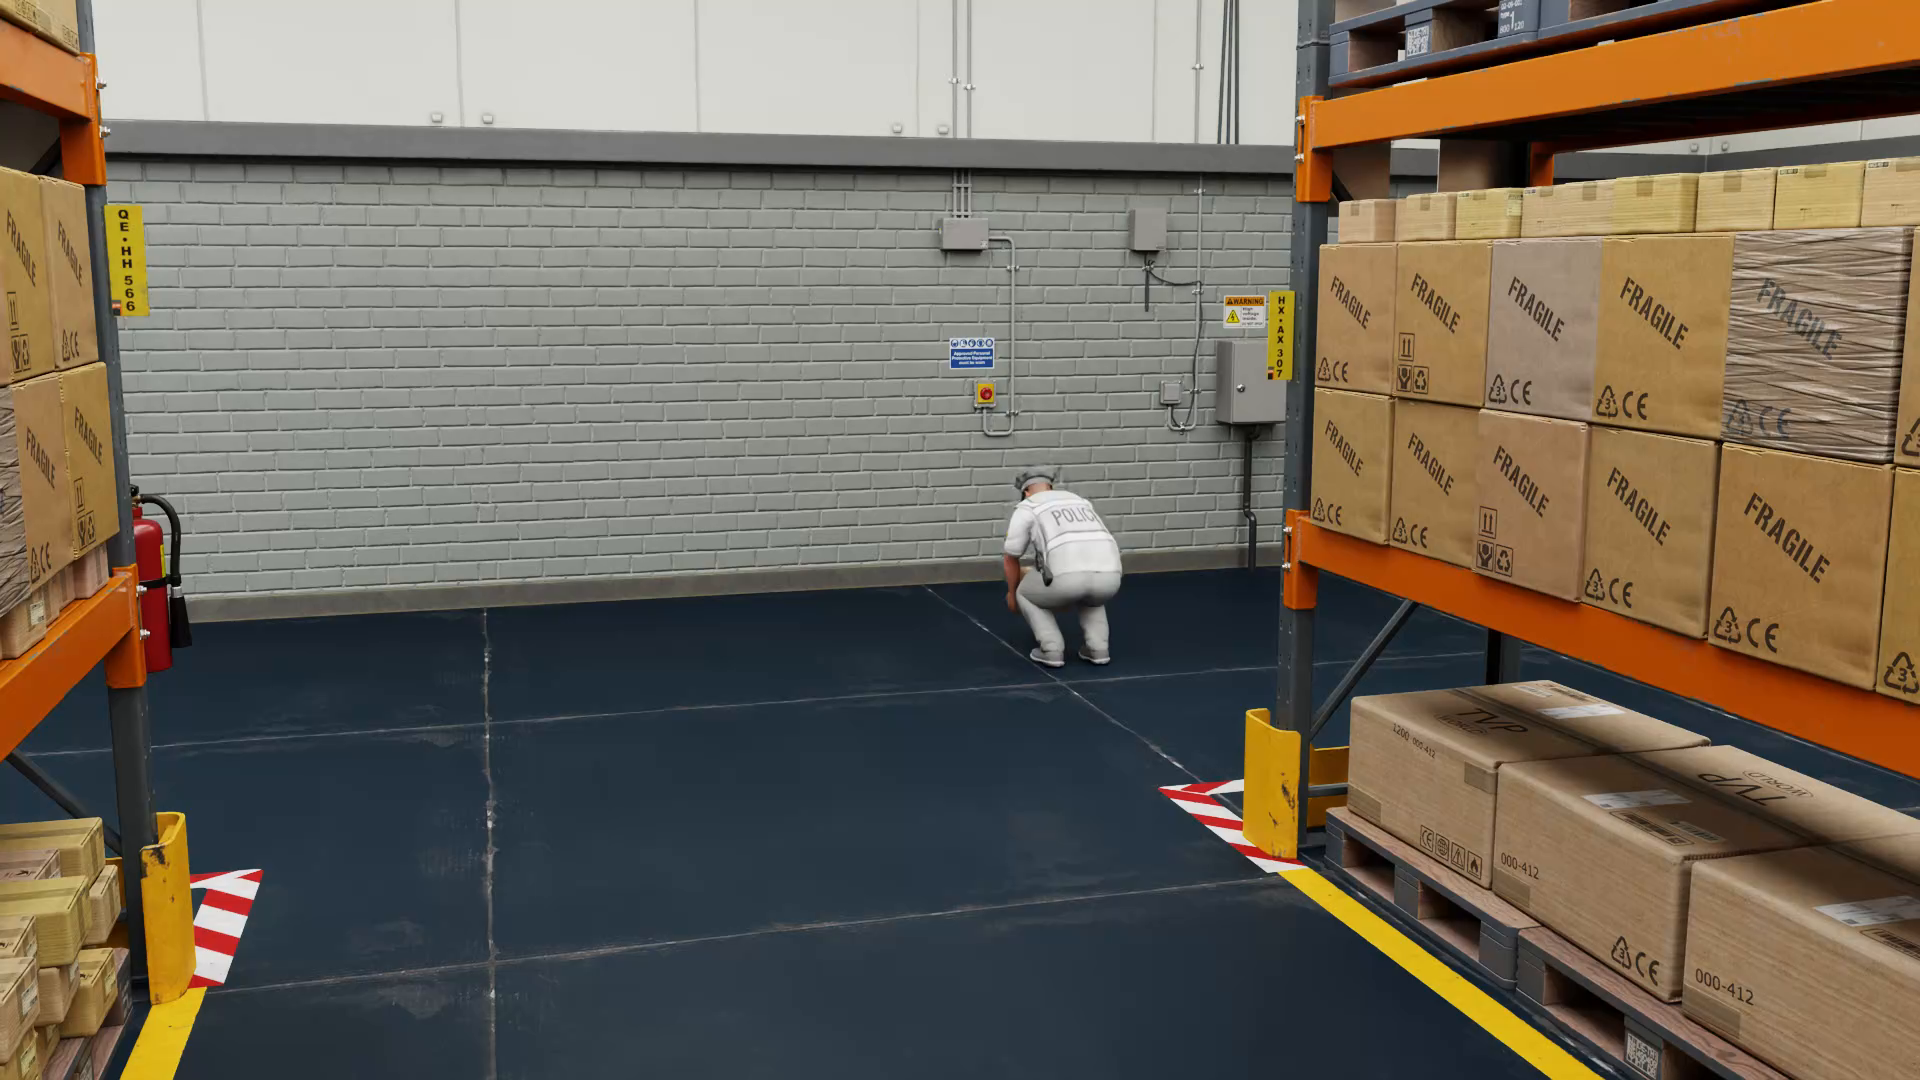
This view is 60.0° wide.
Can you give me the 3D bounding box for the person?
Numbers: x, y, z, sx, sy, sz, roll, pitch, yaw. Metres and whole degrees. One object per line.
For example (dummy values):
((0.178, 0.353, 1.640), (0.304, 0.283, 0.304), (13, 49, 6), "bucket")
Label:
((0.567, 0.159, 9.548), (0.556, 1.062, 0.918), (-3, 10, -16), "person")
